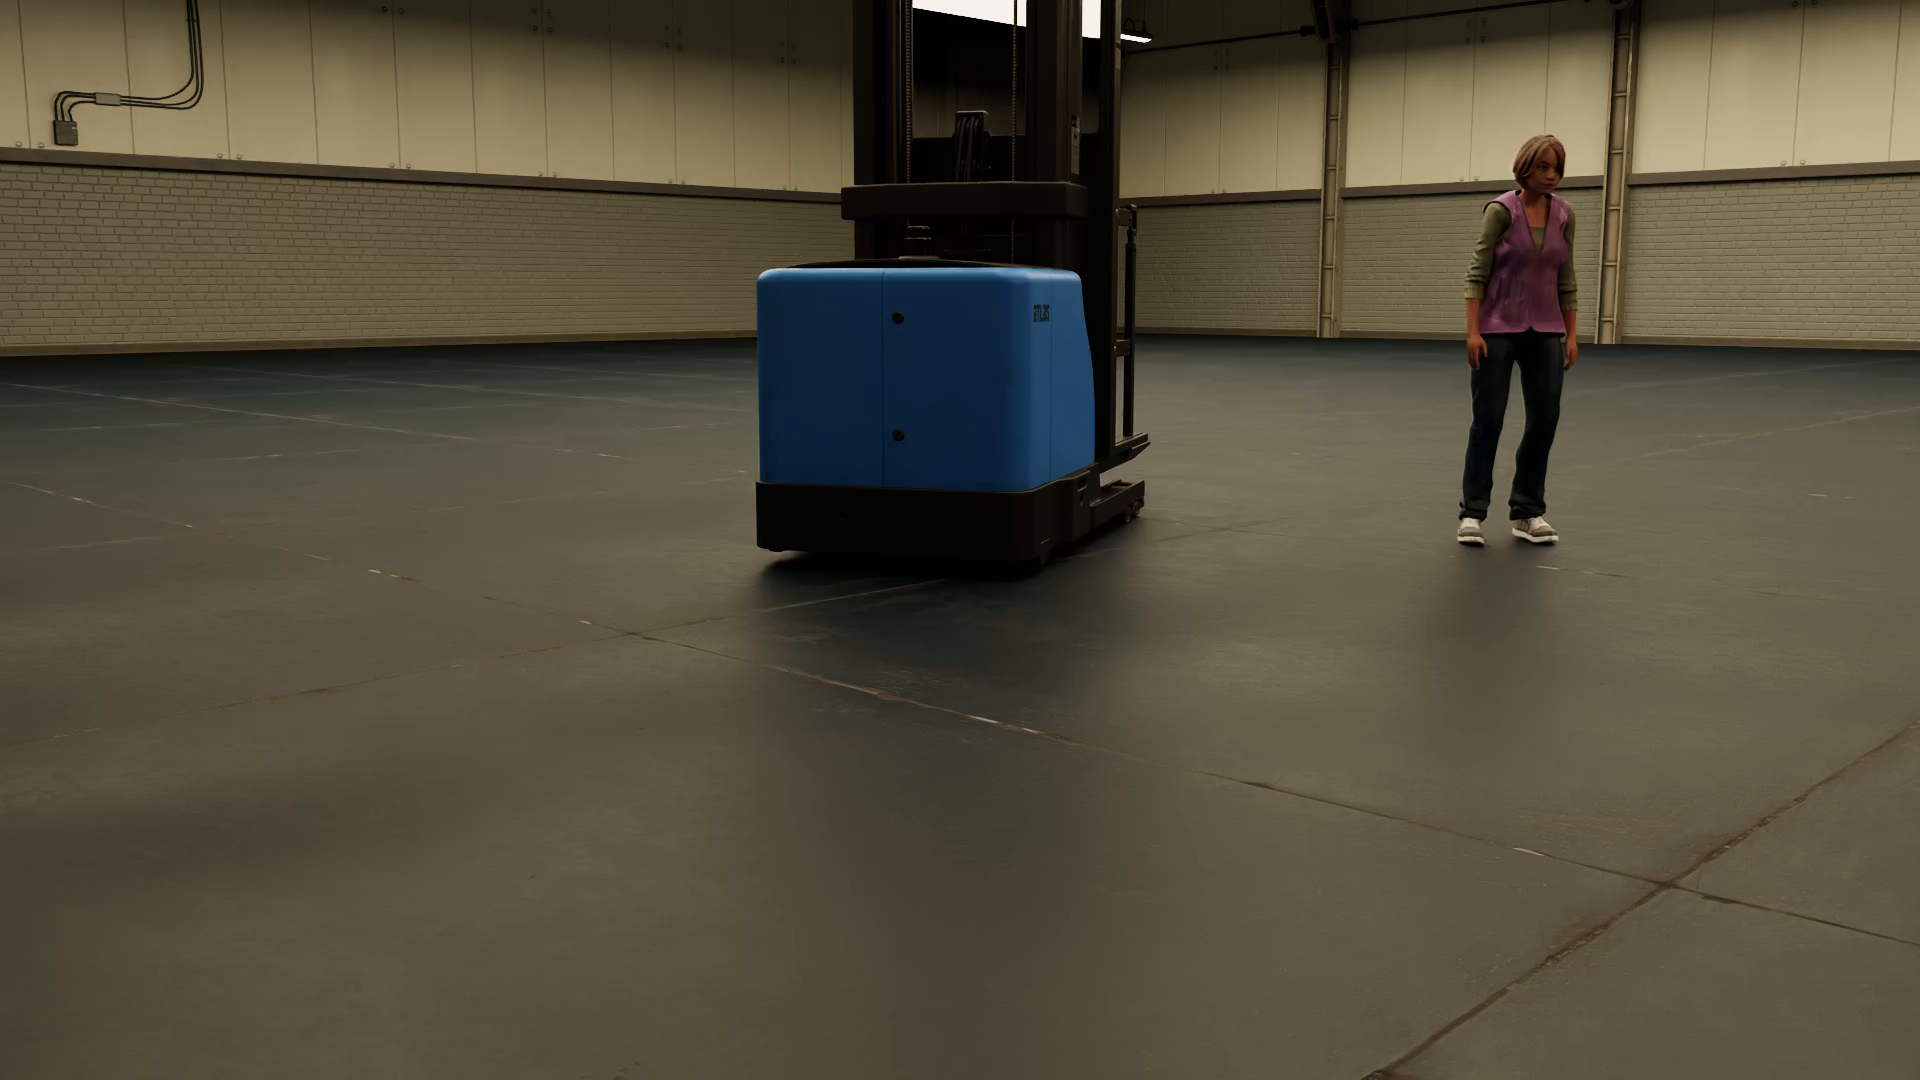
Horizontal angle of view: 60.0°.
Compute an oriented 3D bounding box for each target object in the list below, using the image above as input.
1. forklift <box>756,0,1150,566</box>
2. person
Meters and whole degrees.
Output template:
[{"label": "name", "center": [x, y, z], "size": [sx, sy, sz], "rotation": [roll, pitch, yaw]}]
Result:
[{"label": "forklift", "center": [0.192, -1.538, 7.089], "size": [1.130, 2.935, 3.031], "rotation": [3, 9, 18]}, {"label": "person", "center": [2.217, -0.786, 6.594], "size": [0.480, 1.591, 0.345], "rotation": [-1, 9, -4]}]
